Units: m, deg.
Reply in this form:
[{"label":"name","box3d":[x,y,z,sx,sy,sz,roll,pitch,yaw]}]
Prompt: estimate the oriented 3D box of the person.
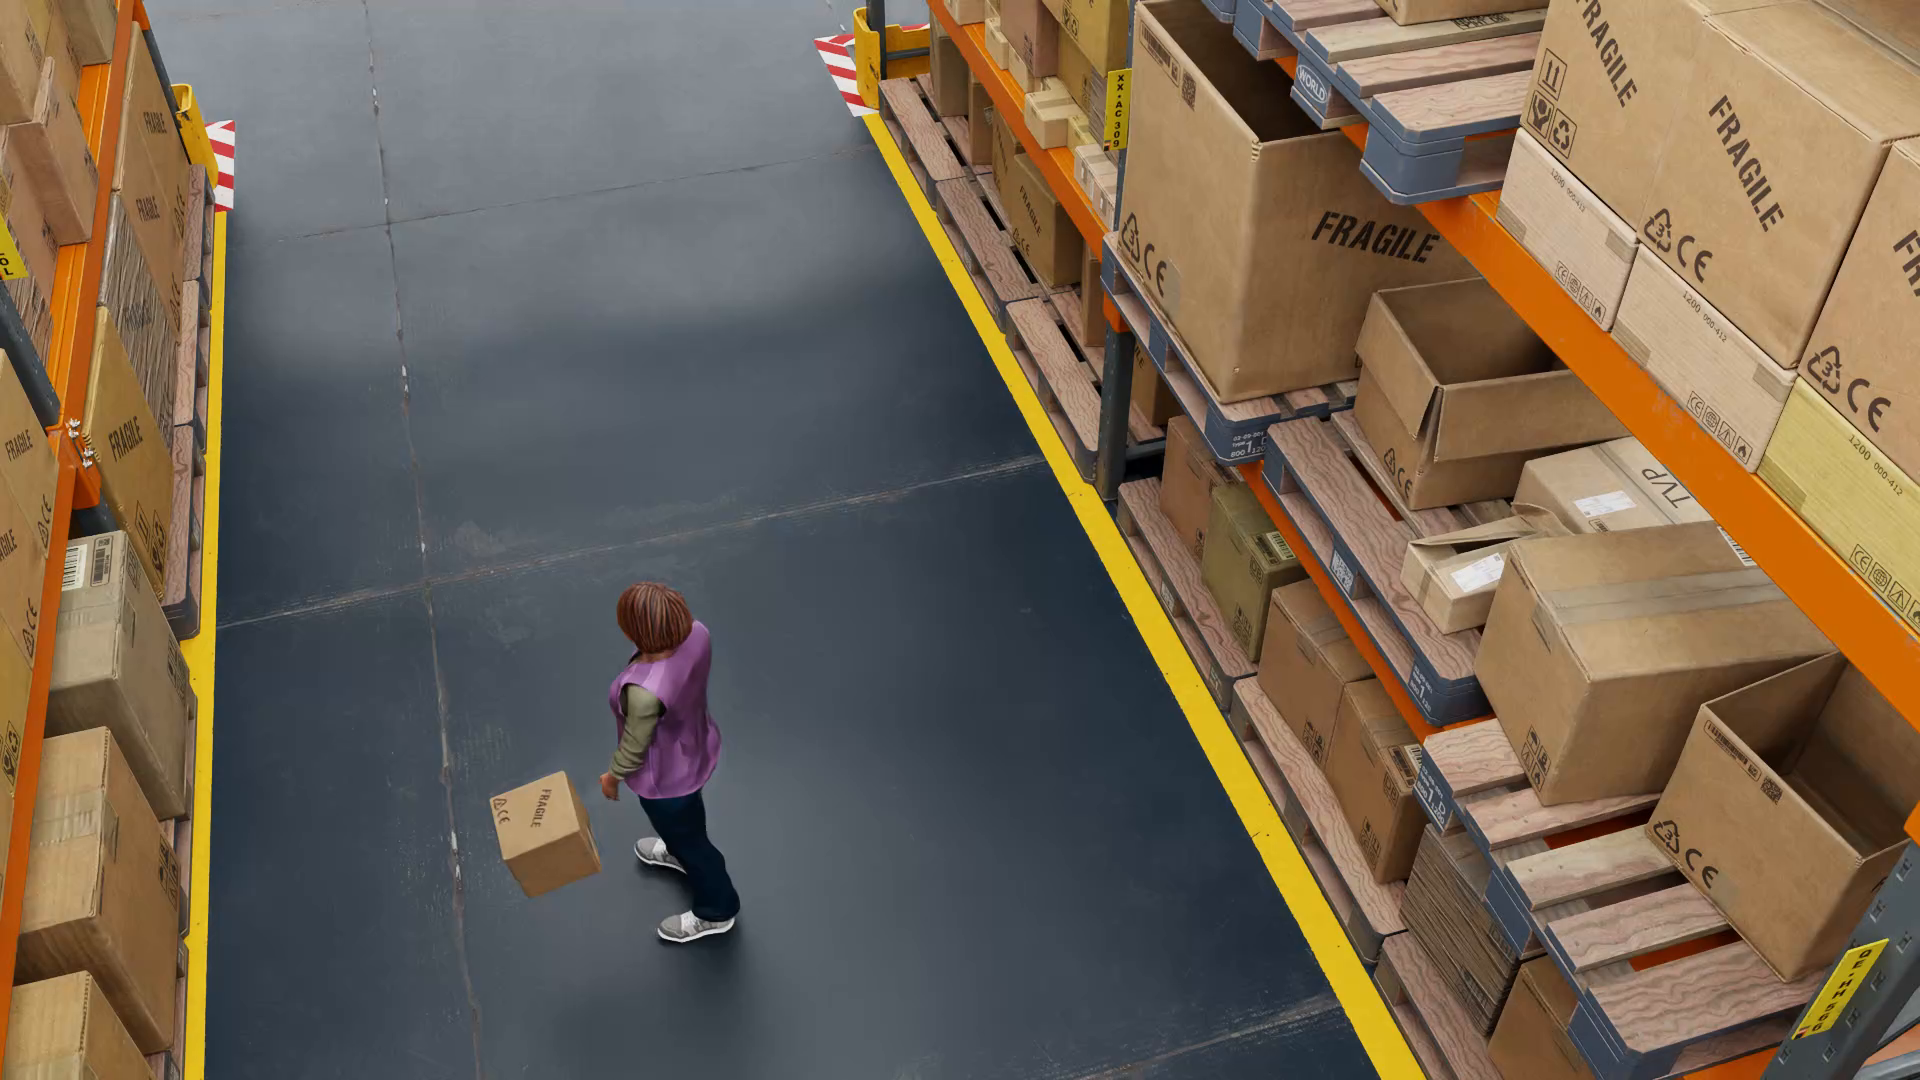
[{"label":"person","box3d":[-1.003,0.697,5.402,0.479,1.597,0.476,12,44,13]}]
